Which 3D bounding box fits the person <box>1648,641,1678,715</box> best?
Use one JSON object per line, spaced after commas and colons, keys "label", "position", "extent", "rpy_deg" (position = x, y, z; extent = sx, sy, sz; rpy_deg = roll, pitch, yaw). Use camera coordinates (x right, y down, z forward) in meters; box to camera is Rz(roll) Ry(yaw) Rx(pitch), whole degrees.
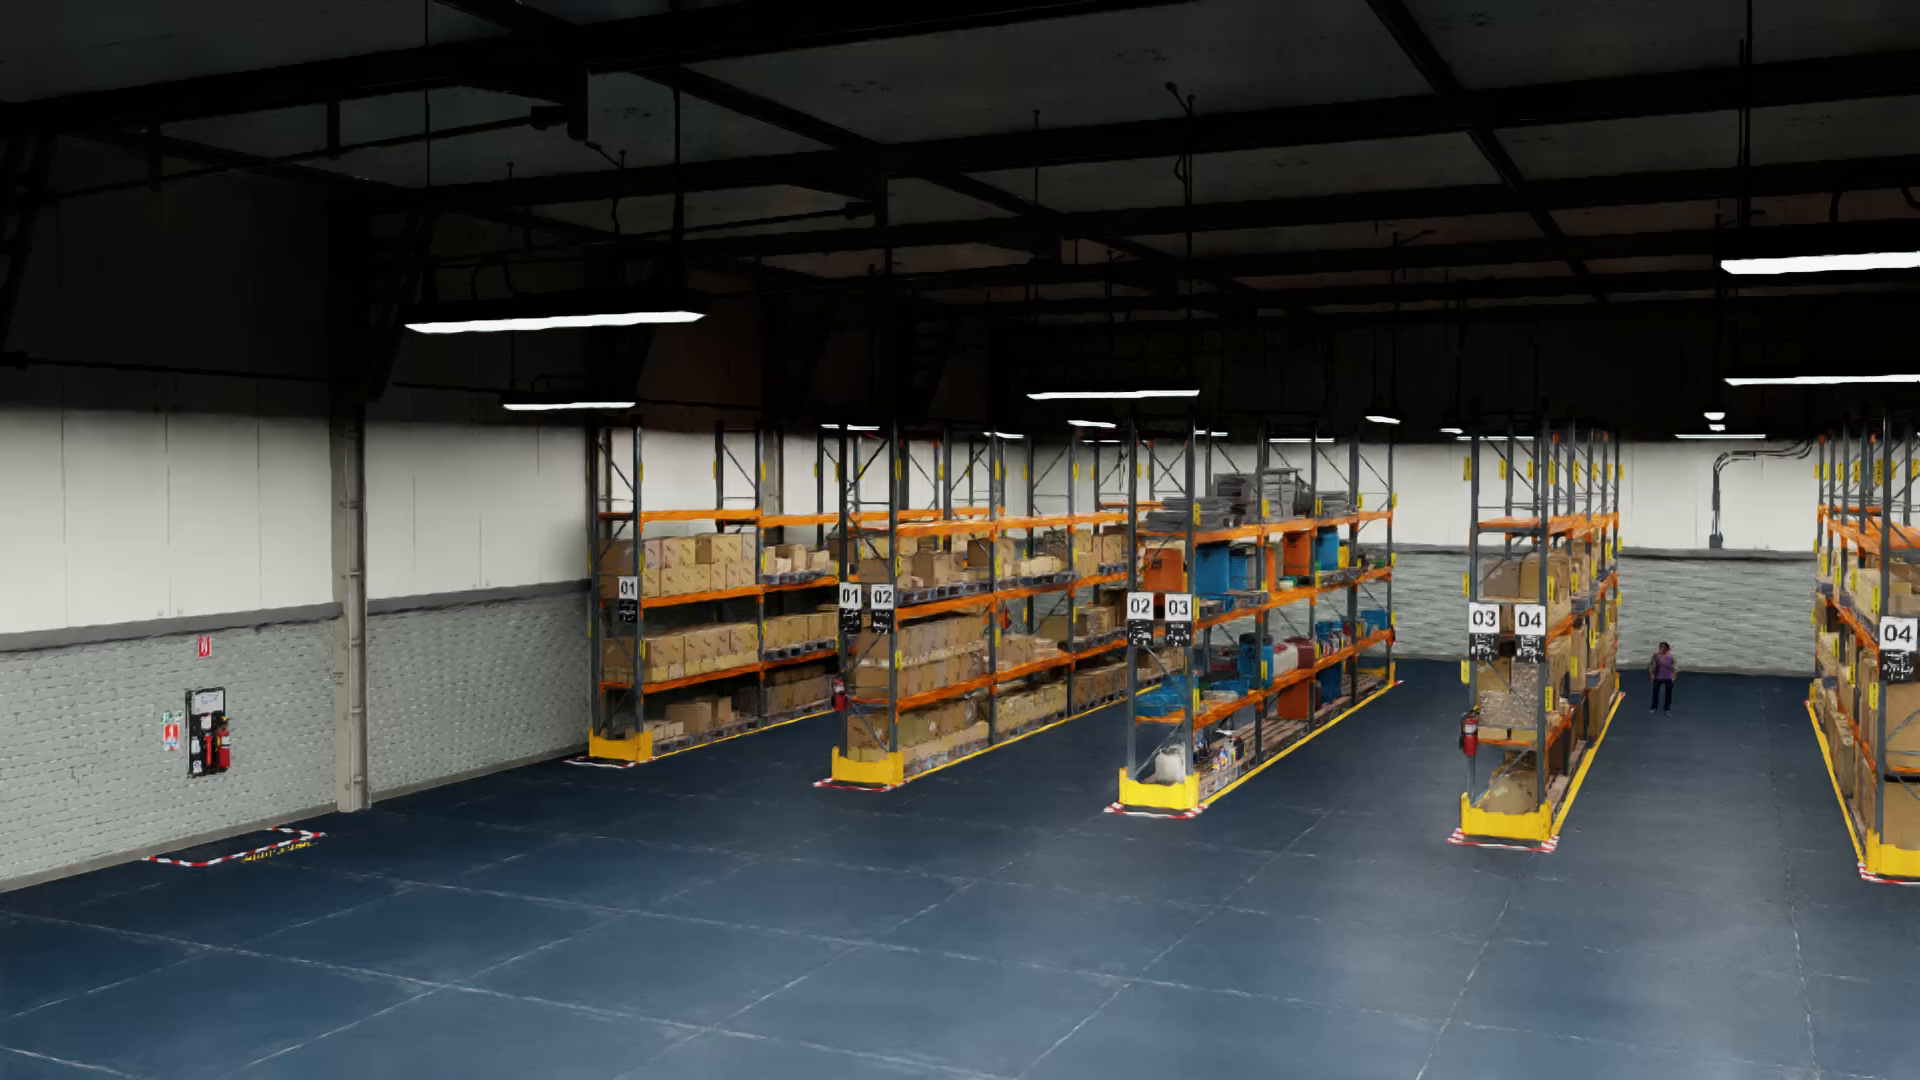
{"label": "person", "position": [14.436, 2.834, 34.158], "extent": [0.566, 1.539, 0.519], "rpy_deg": [1, 3, 22]}

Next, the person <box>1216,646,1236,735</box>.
{"label": "person", "position": [5.056, 2.860, 31.716], "extent": [0.418, 1.677, 0.594], "rpy_deg": [1, 2, 16]}

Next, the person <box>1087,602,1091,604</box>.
{"label": "person", "position": [3.143, 2.411, 40.930], "extent": [0.608, 1.787, 0.489], "rpy_deg": [-2, 3, -37]}
